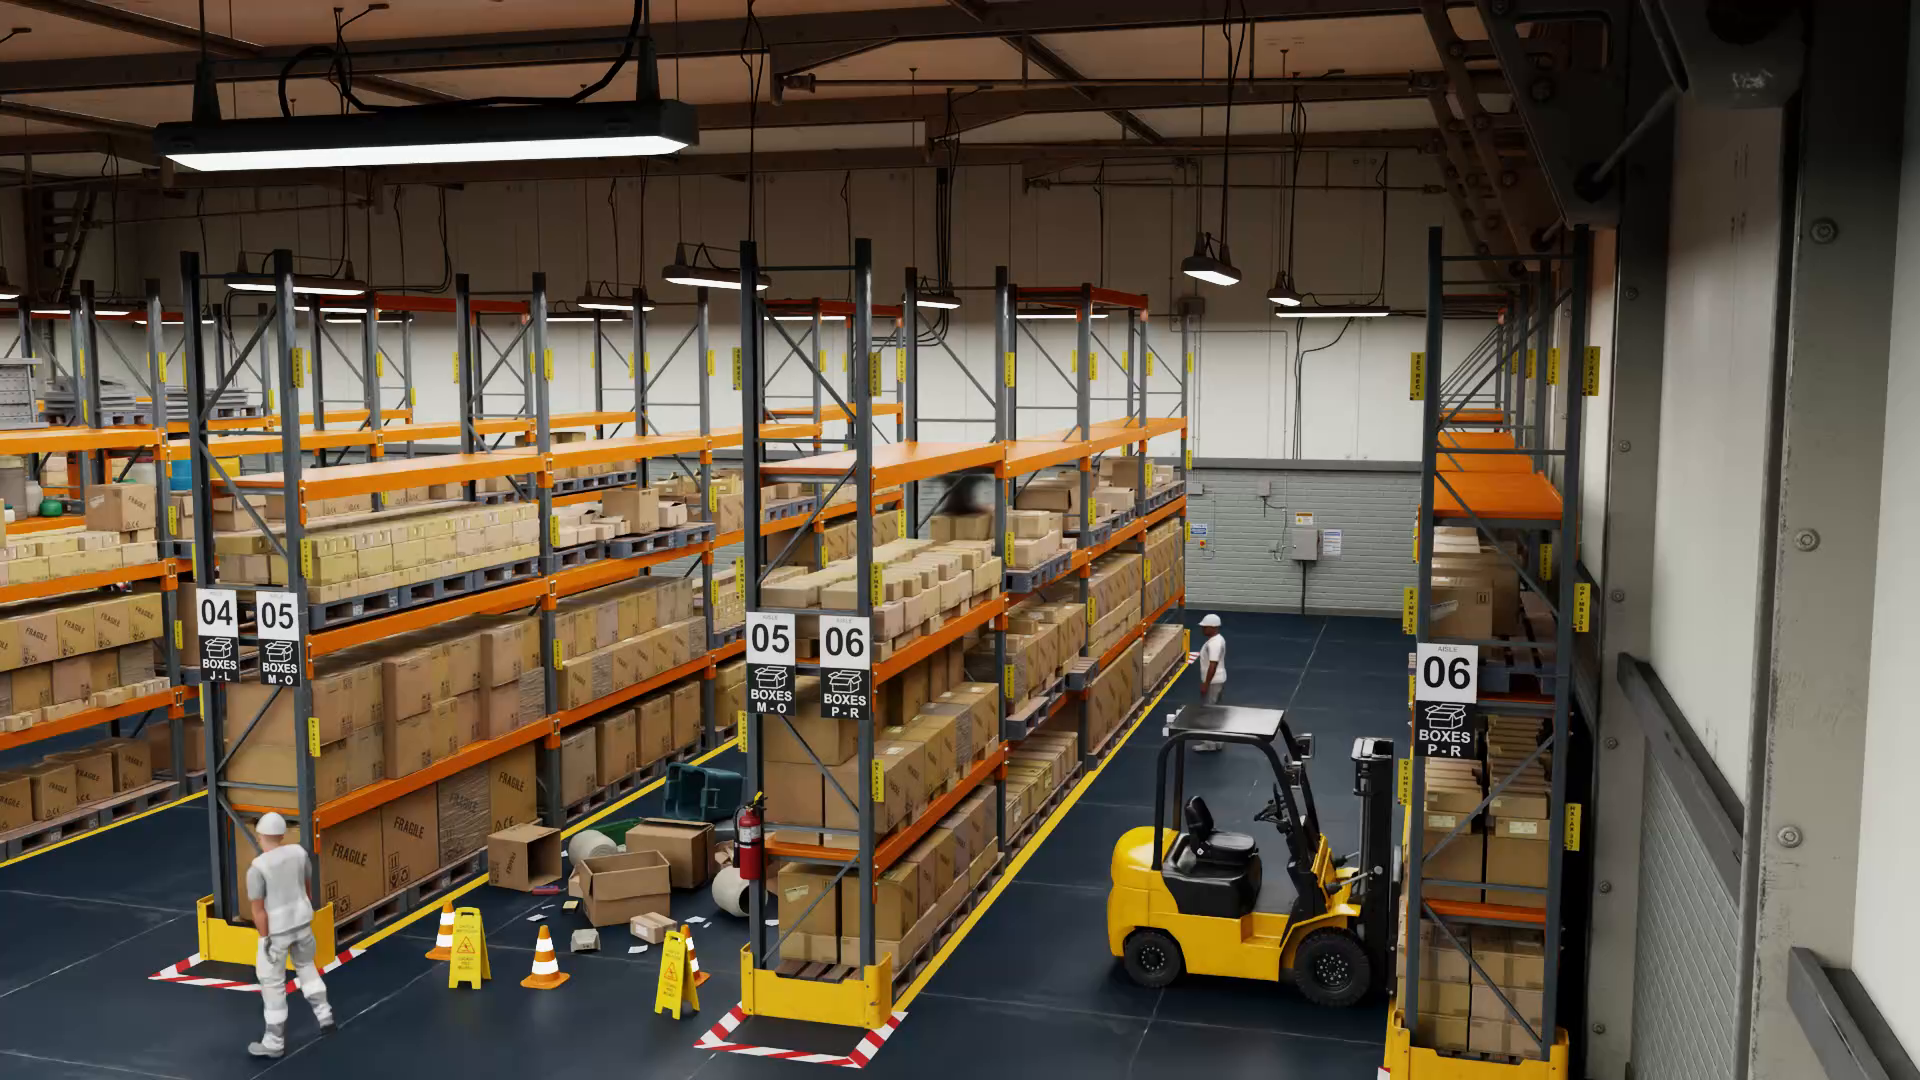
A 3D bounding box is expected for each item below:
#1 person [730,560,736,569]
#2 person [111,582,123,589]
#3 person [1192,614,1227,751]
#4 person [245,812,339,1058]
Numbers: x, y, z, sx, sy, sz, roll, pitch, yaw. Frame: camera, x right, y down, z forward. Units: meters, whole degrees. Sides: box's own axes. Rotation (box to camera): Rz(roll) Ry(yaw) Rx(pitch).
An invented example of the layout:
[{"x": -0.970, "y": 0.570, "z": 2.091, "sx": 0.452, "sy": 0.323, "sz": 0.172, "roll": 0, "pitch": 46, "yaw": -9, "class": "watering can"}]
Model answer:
[{"x": -3.789, "y": 1.178, "z": 28.154, "sx": 0.395, "sy": 1.679, "sz": 0.468, "roll": -4, "pitch": 8, "yaw": -33, "class": "person"}, {"x": -15.392, "y": 0.976, "z": 30.115, "sx": 0.784, "sy": 1.813, "sz": 0.935, "roll": 2, "pitch": 7, "yaw": 17, "class": "person"}, {"x": 3.275, "y": 1.850, "z": 21.714, "sx": 0.409, "sy": 1.768, "sz": 0.586, "roll": 2, "pitch": 7, "yaw": 17, "class": "person"}, {"x": -4.963, "y": 2.891, "z": 12.298, "sx": 0.516, "sy": 1.790, "sz": 0.597, "roll": 3, "pitch": 7, "yaw": 23, "class": "person"}]
